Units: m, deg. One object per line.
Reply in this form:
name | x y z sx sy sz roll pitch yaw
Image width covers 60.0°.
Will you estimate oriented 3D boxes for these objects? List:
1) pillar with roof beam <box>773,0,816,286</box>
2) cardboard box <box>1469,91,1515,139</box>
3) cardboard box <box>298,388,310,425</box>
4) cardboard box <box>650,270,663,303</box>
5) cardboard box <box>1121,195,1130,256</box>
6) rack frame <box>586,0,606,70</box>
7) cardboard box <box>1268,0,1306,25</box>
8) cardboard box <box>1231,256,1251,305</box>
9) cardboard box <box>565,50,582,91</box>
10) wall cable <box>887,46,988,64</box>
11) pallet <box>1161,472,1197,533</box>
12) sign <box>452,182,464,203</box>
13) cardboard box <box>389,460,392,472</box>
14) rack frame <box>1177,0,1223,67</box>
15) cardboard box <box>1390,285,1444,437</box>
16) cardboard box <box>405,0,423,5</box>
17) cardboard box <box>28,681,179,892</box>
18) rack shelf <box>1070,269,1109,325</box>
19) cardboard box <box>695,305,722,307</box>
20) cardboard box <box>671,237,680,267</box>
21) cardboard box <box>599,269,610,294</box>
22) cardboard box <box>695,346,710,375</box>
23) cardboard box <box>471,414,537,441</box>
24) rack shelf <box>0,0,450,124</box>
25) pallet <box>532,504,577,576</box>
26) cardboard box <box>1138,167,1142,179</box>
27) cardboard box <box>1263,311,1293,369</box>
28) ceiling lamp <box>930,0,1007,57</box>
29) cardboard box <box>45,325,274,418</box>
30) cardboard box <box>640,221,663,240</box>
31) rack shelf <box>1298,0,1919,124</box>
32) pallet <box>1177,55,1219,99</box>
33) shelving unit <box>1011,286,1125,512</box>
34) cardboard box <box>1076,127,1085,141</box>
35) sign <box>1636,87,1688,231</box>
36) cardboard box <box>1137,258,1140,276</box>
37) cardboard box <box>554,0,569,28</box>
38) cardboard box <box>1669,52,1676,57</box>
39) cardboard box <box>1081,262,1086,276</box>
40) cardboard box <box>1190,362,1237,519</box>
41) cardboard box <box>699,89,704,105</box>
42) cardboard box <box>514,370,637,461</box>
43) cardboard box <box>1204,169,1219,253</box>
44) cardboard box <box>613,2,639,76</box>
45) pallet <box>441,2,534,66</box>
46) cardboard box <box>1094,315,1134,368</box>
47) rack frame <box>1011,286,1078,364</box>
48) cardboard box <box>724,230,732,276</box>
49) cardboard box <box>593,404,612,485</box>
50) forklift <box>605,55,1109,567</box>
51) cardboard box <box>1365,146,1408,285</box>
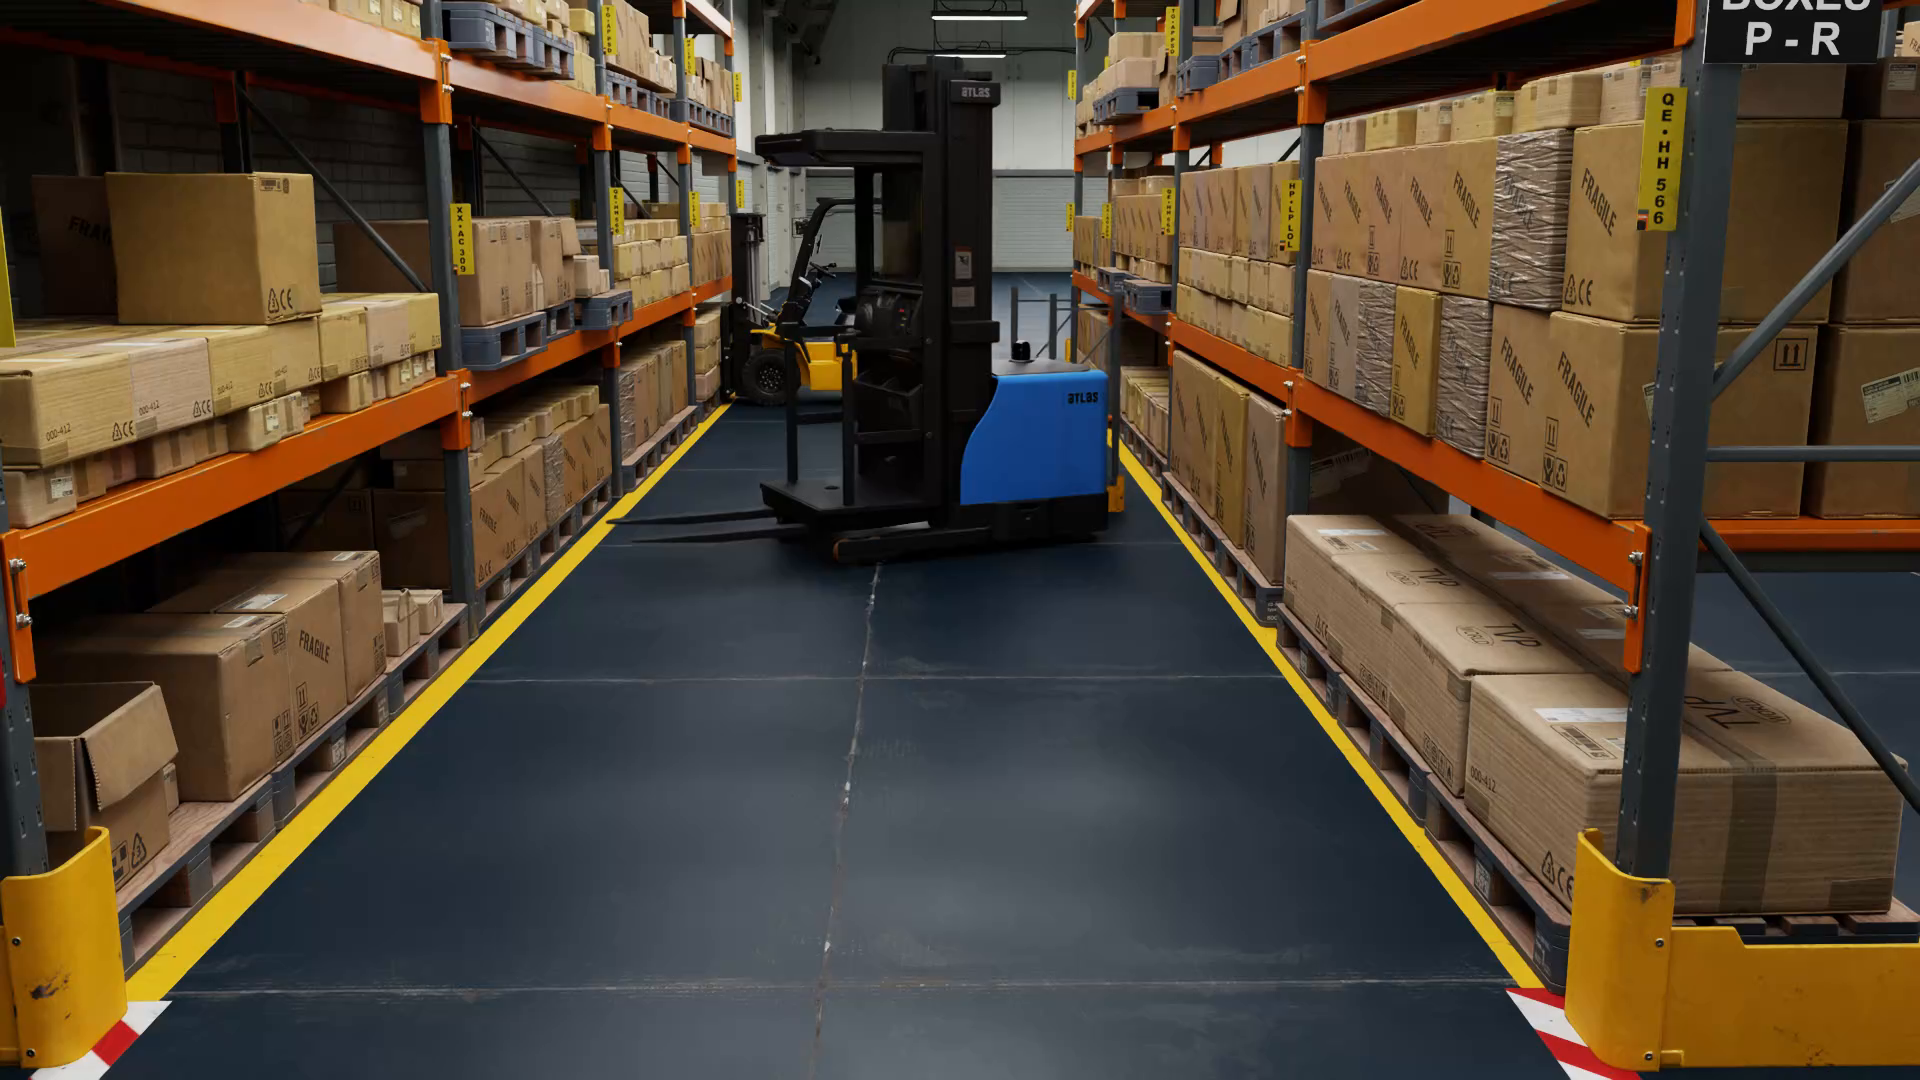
pillar with roof beam | -0.193 -10.947 41.884 9.100 9.000 0.548 0 11 -1
cardboard box | 1.890 -1.382 5.428 0.380 0.149 0.250 0 11 0
cardboard box | -2.594 -0.483 6.025 0.380 0.149 0.250 0 11 -1
cardboard box | -2.746 -2.091 13.699 0.500 0.250 0.500 0 11 1
cardboard box | 1.661 -2.695 14.241 0.500 0.500 0.500 0 11 -1
rack frame | -2.949 -4.710 11.143 1.000 3.000 0.127 0 11 -1
cardboard box | 1.868 -2.802 8.452 0.500 0.311 0.500 0 11 -1
cardboard box | 1.809 -1.456 9.313 0.500 0.250 0.500 0 11 0
cardboard box | -2.685 -2.966 10.465 0.500 0.250 0.500 0 11 -1
wall cable | -0.655 -13.677 50.450 3.097 2.526 0.112 0 11 -1
pallet | 1.954 -0.267 11.346 1.003 0.211 1.213 0 11 -1
sign | -3.504 -2.334 11.609 0.100 0.325 0.005 0 11 -1
cardboard box | -3.187 -0.446 8.812 0.380 0.149 0.250 0 11 -1
rack frame | 2.013 -4.731 11.247 1.000 3.000 0.127 0 11 -1
cardboard box | 1.864 -0.649 5.964 0.500 0.500 0.500 0 11 1
cardboard box | -2.606 -2.422 7.039 0.500 0.250 0.500 0 11 -1
cardboard box | -2.702 0.716 4.708 0.797 0.503 0.637 -1 11 -3
rack shelf | 1.889 -2.631 17.794 1.077 0.370 4.000 0 11 -1
cardboard box | -2.777 -2.517 18.765 0.500 0.250 0.500 0 11 0
cardboard box | -2.748 -2.538 14.644 0.500 0.250 0.500 -1 11 -3
cardboard box | -2.552 -1.724 11.086 0.380 0.149 0.250 0 11 0
cardboard box | -2.733 -1.766 16.321 0.500 0.250 0.500 0 11 -1
cardboard box | -2.732 -0.659 9.861 0.380 0.149 0.250 0 11 -1
rack shelf | -2.825 -1.695 5.633 1.077 0.370 4.000 0 11 -1
pallet | -2.949 -0.013 10.092 1.003 0.211 1.213 0 11 -1
cardboard box | 2.150 -3.461 16.560 0.700 0.500 0.500 0 11 -1
cardboard box | 1.835 -1.011 8.373 0.500 0.250 0.500 -1 11 -3
ceiling lamp | 0.207 -14.234 43.405 2.000 3.185 0.800 0 11 -1
cardboard box | -2.548 -0.544 5.326 0.500 0.250 0.500 0 11 -2
cardboard box | -2.664 -2.559 13.744 0.380 0.149 0.250 -1 11 -3
rack shelf | 2.137 -1.716 5.738 1.077 0.370 4.000 0 11 -1
pallet | 2.080 -3.041 10.934 1.213 0.211 1.003 0 11 1
shelving unit | 0.736 -1.022 11.824 0.587 1.500 1.083 -3 12 -13
cardboard box | 1.530 -4.661 19.077 0.380 0.149 0.250 0 11 -1
sign | 1.636 -0.885 3.869 0.100 0.325 0.005 0 11 -1
cardboard box | 1.660 -2.246 13.659 0.380 0.149 0.250 -1 11 -3
cardboard box | -2.691 -3.335 10.536 0.380 0.149 0.250 -1 11 -3
cardboard box | 7.198 -4.794 16.419 0.380 0.149 0.250 0 11 -2
cardboard box | 1.551 -3.036 18.612 0.380 0.149 0.250 0 11 0
cardboard box | 1.959 -0.641 10.460 0.875 0.875 0.875 0 11 0
cardboard box | -2.754 -4.410 16.532 0.380 0.149 0.250 0 11 1
cardboard box | -2.949 -0.936 12.545 0.875 0.625 0.625 0 11 1
cardboard box | 1.794 -2.030 10.253 0.500 0.500 0.500 0 11 0
cardboard box | -2.831 -3.789 12.586 0.700 0.500 0.500 0 11 -2
pallet | -2.810 -2.483 8.181 1.213 0.211 1.003 0 11 -1
cardboard box | 1.638 -2.030 16.992 0.500 0.500 0.500 0 11 0
rack frame | 0.620 -1.122 12.318 0.500 1.500 0.032 -3 12 -13
cardboard box | -2.841 -3.209 18.582 0.500 0.500 0.500 0 11 1
cardboard box | -2.726 -0.668 11.536 0.500 0.500 0.500 0 11 0
forklift | -0.619 -1.396 10.070 3.031 2.935 1.130 -5 13 -24
cardboard box | 1.867 -1.237 6.346 0.500 0.500 0.500 0 11 0
